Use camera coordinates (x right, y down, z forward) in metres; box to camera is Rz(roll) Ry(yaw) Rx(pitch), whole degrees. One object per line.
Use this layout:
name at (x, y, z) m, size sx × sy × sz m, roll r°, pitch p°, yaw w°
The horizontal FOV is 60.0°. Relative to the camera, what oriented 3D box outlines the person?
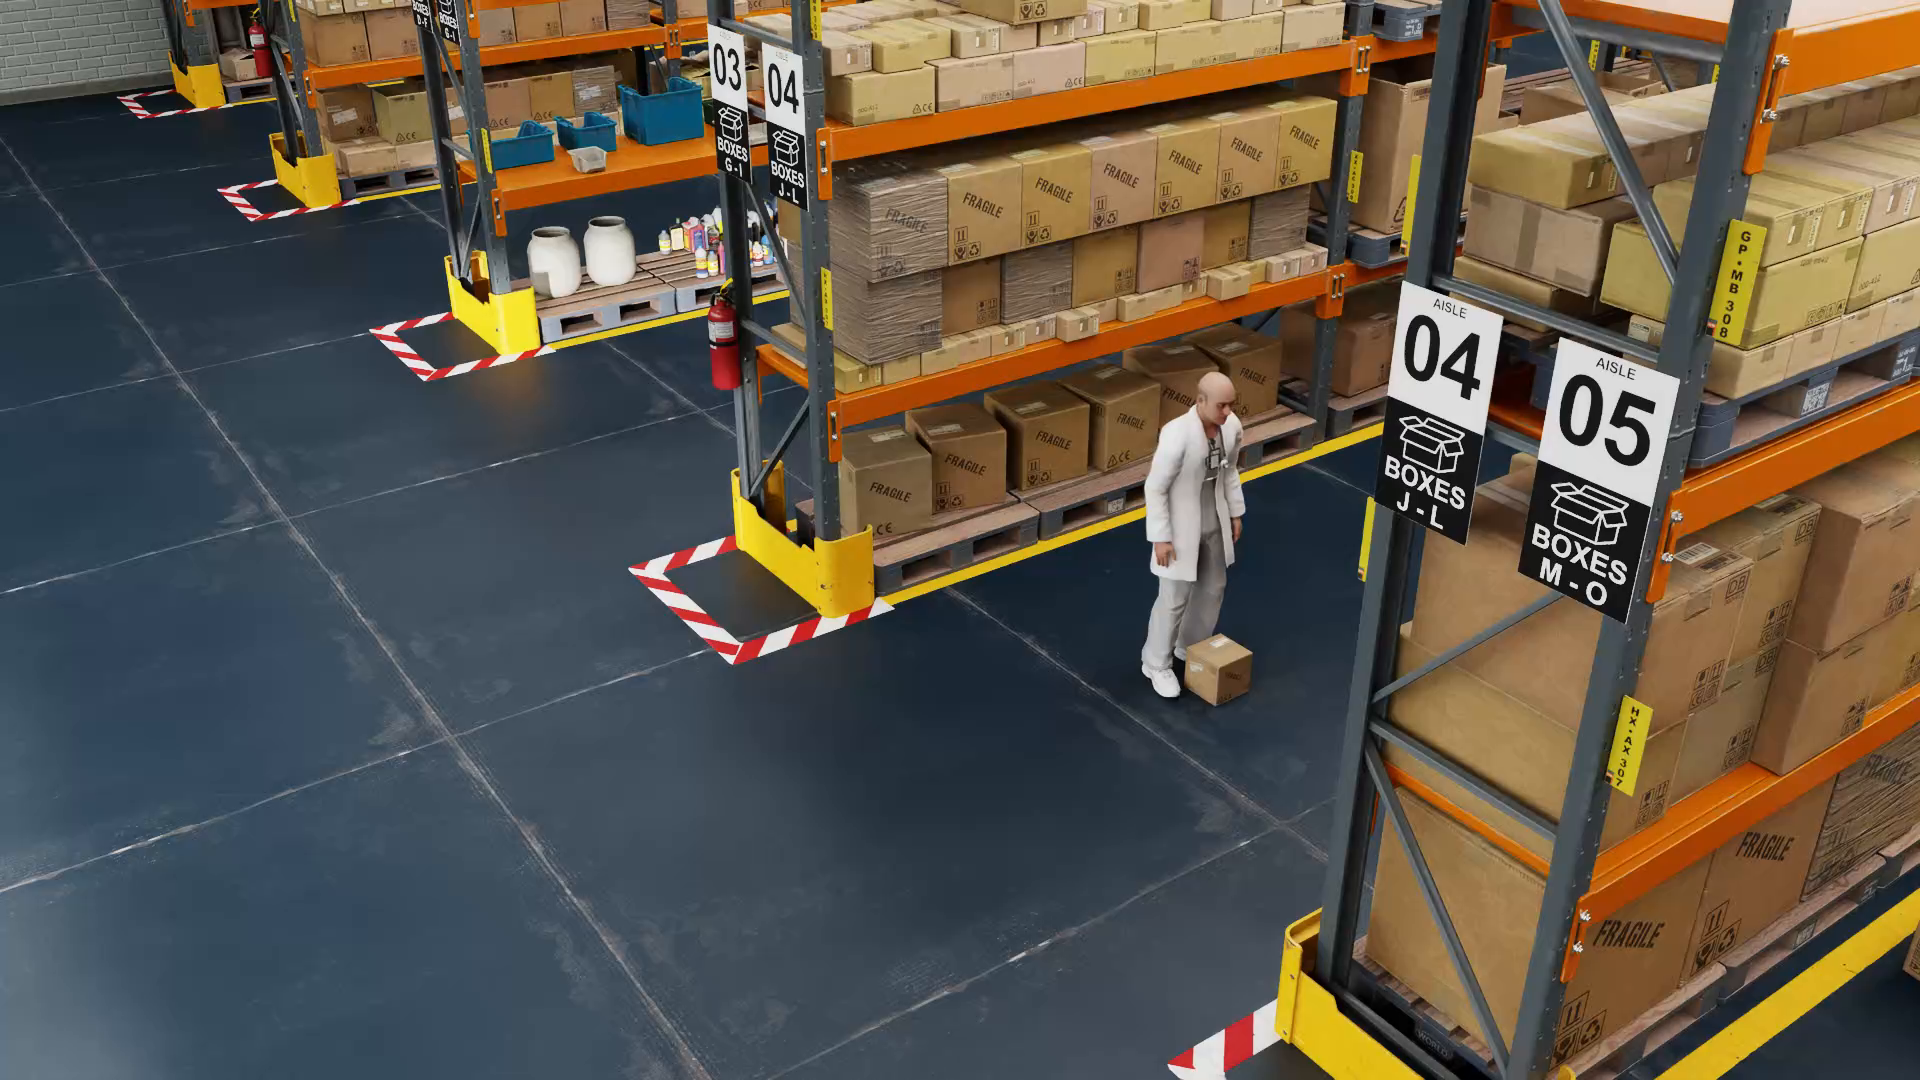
person at (1.240, -0.064, 8.757) m, size 0.643 × 1.774 × 0.420 m, roll -18°, pitch 33°, yaw -30°
